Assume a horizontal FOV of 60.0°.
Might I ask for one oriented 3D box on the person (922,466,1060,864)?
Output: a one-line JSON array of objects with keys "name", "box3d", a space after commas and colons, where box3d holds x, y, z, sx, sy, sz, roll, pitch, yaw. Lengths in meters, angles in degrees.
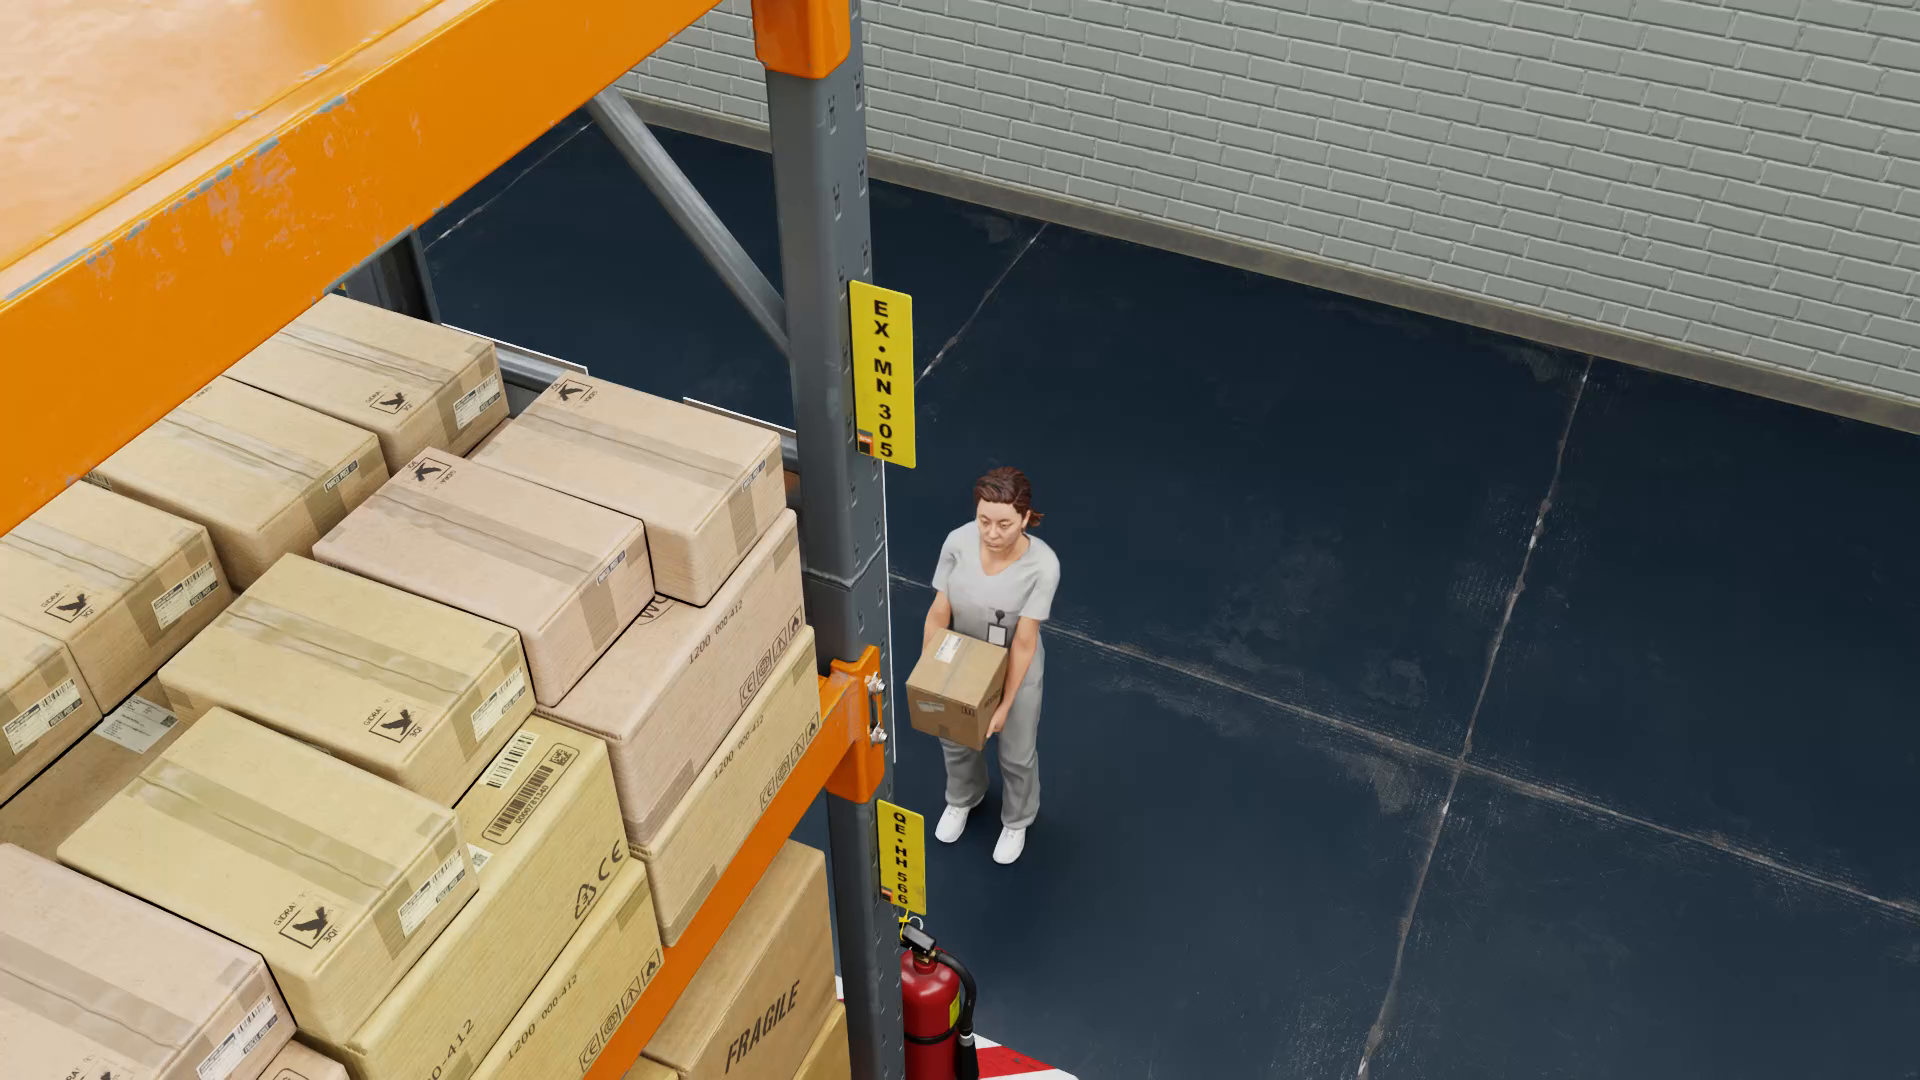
[{"name": "person", "box3d": [0.085, 0.486, 5.633, 0.409, 1.667, 0.536, 17, 45, 18]}]
